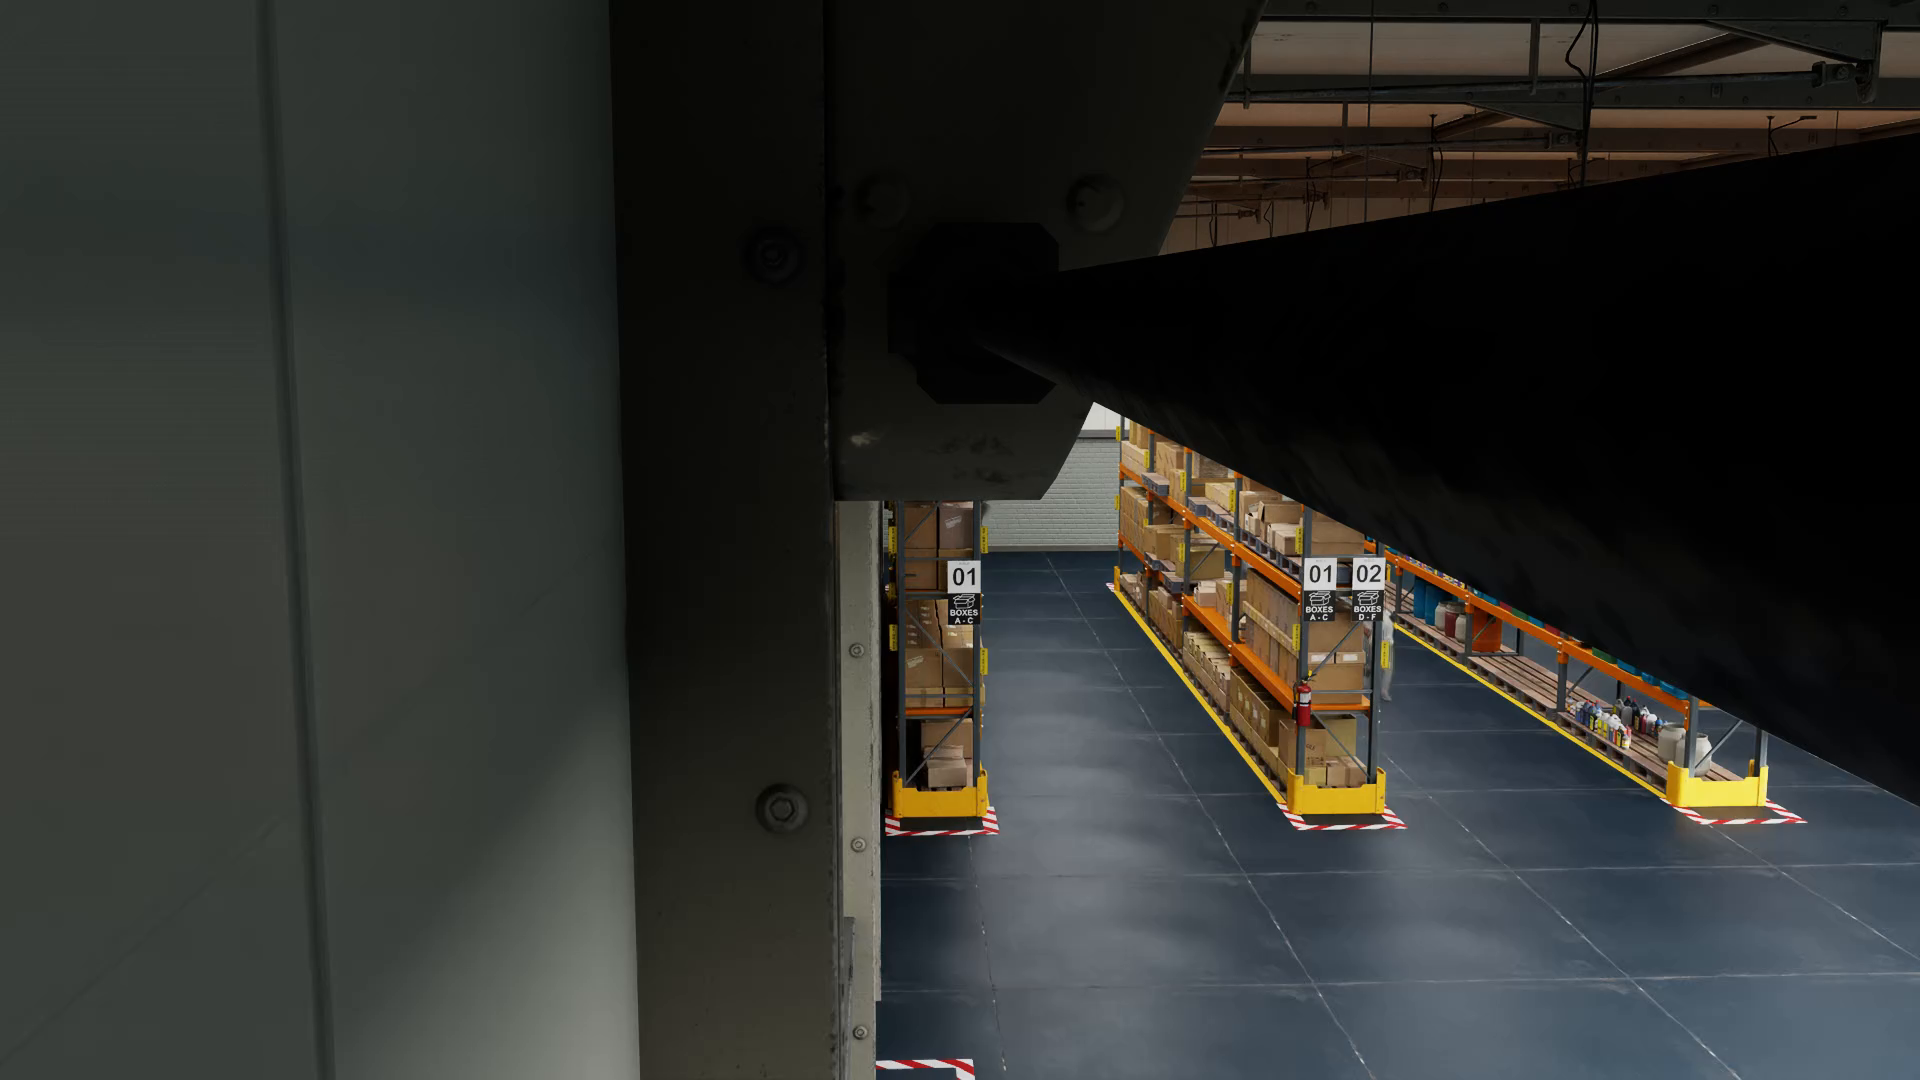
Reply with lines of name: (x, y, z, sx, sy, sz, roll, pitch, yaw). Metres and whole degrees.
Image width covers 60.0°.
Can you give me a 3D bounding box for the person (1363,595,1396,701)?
person: (6.722, 1.687, 26.586, 0.579, 1.670, 0.819, -3, 9, -18)
